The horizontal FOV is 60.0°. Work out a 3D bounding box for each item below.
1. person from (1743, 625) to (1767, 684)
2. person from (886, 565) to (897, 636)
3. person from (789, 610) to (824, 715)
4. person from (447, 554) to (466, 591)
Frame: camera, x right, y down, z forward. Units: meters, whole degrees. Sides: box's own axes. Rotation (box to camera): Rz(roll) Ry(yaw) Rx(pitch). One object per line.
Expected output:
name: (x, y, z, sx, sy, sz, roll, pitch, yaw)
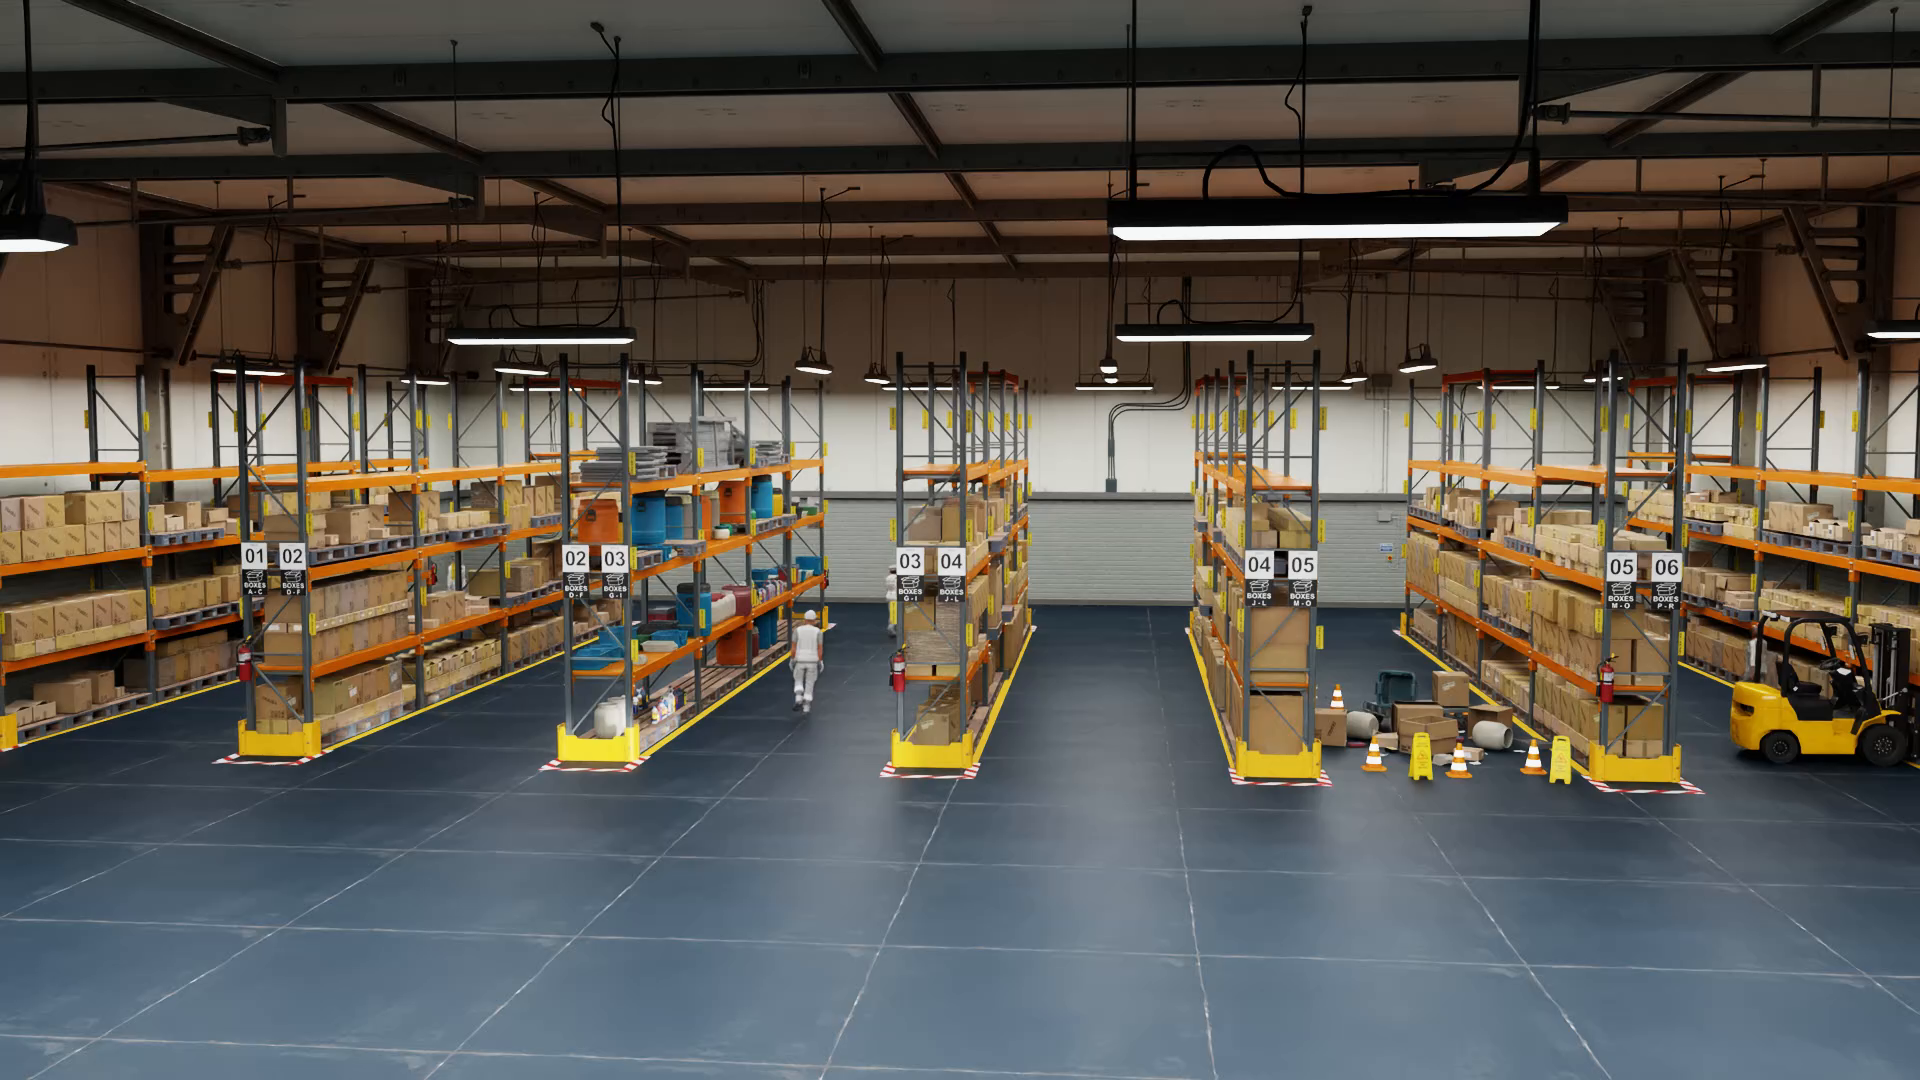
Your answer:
person: (13.359, 2.239, 27.818, 0.441, 1.622, 0.441, -2, 4, -21)
person: (-1.569, 1.413, 38.781, 0.459, 1.673, 0.491, -3, 5, -35)
person: (-2.619, 2.089, 28.325, 0.588, 1.783, 0.511, 0, 4, 6)
person: (-12.886, 1.153, 42.492, 0.821, 1.635, 0.486, 4, 6, 43)
